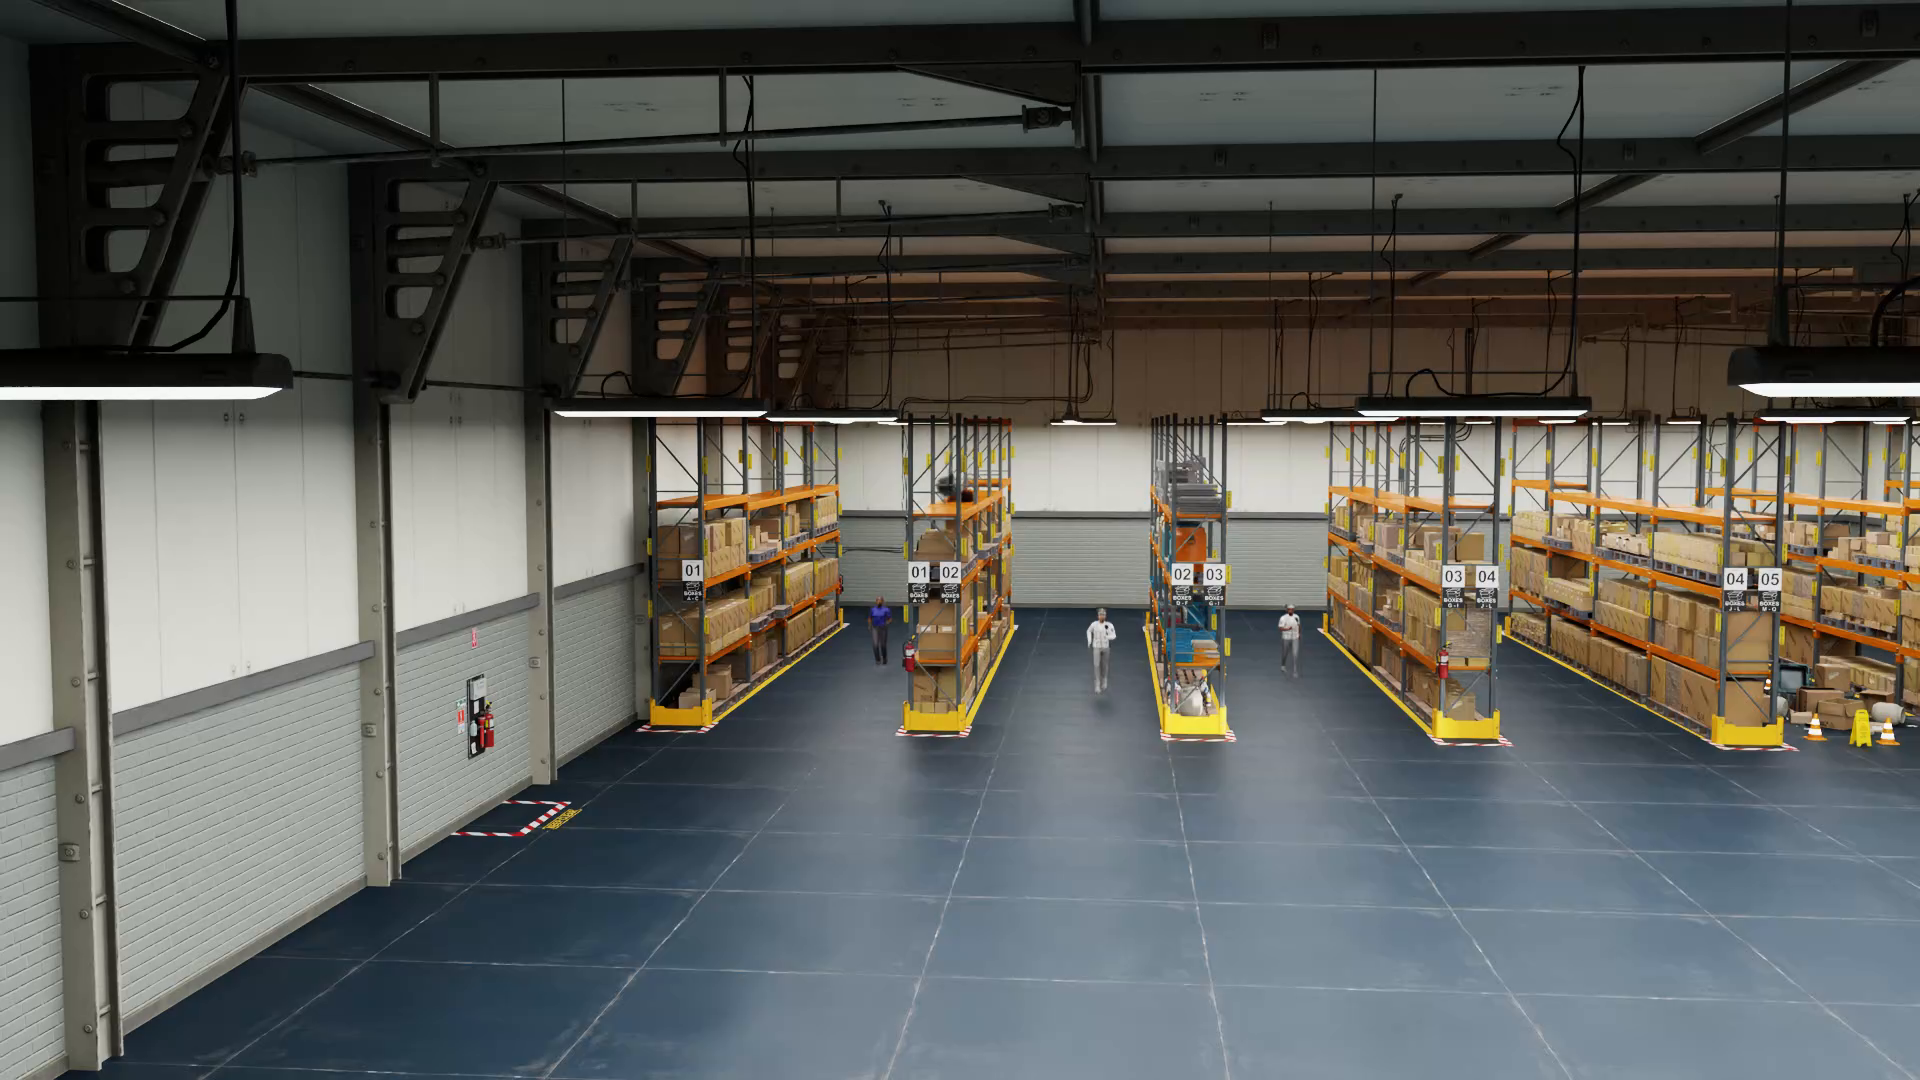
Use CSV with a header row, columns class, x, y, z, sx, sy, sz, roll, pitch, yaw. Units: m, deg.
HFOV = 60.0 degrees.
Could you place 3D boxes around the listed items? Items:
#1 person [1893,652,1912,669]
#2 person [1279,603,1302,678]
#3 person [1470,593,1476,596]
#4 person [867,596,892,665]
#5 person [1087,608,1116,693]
class,x,y,z,sx,sy,sz,roll,pitch,yaw
person,22.018,2.249,38.694,0.704,1.734,0.724,0,4,-2
person,7.600,2.281,38.252,0.575,1.685,0.938,0,4,-1
person,14.476,1.766,47.136,0.596,1.552,0.799,-3,5,-34
person,-1.859,2.094,38.271,0.576,1.611,0.587,0,4,7
person,2.947,2.272,34.635,0.599,1.717,0.824,0,4,5
